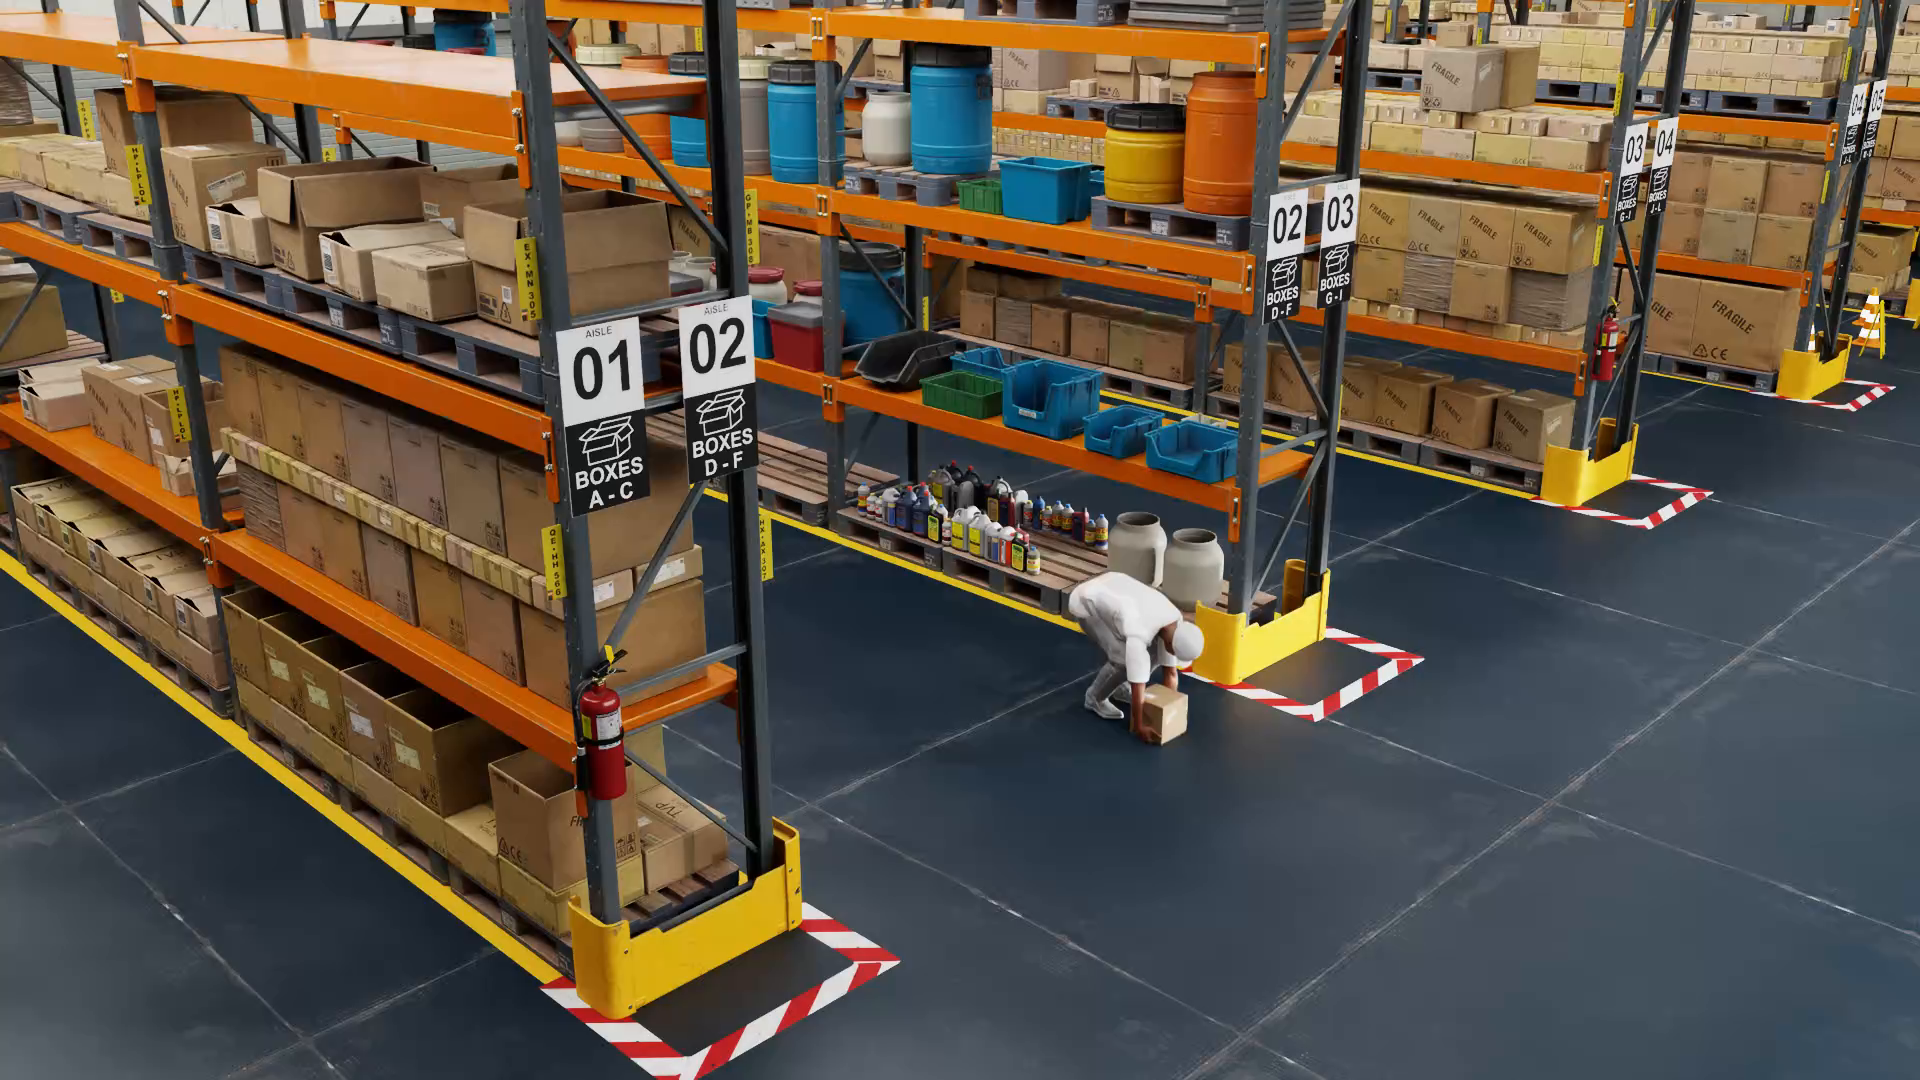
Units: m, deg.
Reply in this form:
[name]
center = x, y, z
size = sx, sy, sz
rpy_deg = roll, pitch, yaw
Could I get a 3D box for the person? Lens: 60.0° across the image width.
[person]
center = 1.117, 0.707, 10.405
size = 0.976, 0.907, 0.547
rpy_deg = 17, 27, 39
